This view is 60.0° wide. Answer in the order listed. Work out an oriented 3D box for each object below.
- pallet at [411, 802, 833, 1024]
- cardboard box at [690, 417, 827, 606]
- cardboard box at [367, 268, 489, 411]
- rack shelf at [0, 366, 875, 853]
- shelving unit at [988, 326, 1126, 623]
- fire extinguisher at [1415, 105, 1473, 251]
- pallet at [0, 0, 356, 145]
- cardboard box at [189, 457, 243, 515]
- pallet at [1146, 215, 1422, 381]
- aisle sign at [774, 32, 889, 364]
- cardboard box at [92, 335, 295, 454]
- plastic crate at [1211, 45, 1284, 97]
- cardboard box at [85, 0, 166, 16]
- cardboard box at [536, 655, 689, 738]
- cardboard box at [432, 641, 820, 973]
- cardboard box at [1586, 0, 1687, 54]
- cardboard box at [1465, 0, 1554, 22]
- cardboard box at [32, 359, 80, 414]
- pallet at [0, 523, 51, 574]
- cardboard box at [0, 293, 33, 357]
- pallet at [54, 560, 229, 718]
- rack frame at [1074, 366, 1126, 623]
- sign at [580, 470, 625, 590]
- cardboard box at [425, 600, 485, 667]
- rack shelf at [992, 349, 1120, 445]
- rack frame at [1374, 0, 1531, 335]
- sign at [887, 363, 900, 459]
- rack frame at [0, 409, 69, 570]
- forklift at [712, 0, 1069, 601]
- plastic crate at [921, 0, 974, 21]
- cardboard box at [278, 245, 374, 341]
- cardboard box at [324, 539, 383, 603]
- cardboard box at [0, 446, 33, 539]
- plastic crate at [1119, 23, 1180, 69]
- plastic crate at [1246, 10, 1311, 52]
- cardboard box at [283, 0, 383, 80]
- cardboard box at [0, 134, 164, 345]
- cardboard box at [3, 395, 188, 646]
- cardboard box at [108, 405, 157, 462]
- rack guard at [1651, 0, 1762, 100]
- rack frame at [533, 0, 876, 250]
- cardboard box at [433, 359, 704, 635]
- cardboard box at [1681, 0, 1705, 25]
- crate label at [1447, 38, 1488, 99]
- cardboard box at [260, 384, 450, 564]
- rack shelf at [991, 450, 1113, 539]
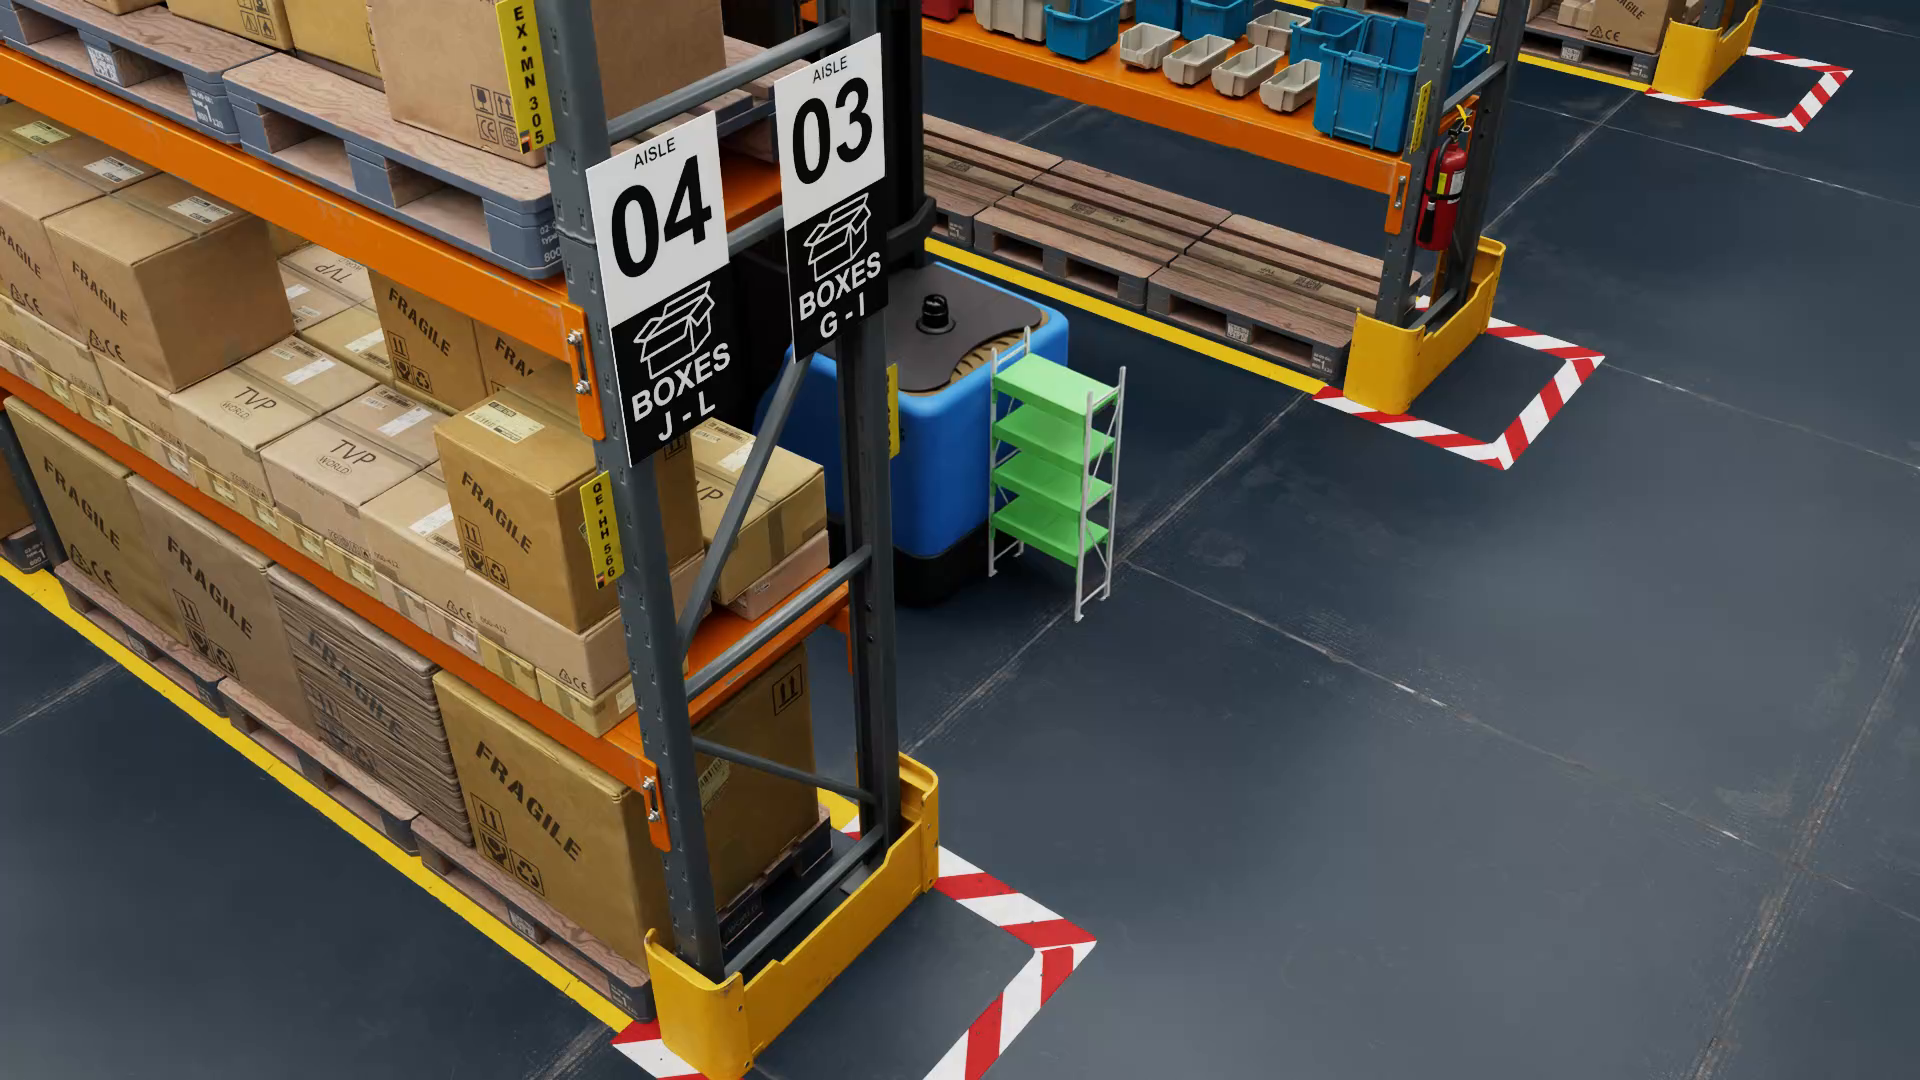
[{"bbox_3d":[-1.244,1.102,6.171,1.213,0.211,1.003,25,45,29],"label":"pallet"},{"bbox_3d":[-0.779,-0.105,5.331,0.500,0.250,0.500,24,44,27],"label":"cardboard box"},{"bbox_3d":[-1.591,-0.778,5.583,0.500,0.500,0.500,24,44,27],"label":"cardboard box"},{"bbox_3d":[-2.150,-0.201,6.157,4.000,0.370,1.077,25,45,29],"label":"rack shelf"},{"bbox_3d":[0.397,-0.265,7.115,0.503,1.200,0.258,27,46,30],"label":"shelving unit"},{"bbox_3d":[2.291,-1.704,7.858,0.183,0.674,0.296,25,45,29],"label":"fire extinguisher"},{"bbox_3d":[-2.131,-1.610,5.012,1.213,0.211,1.003,25,45,29],"label":"pallet"},{"bbox_3d":[-2.467,-0.277,5.875,0.250,0.149,0.380,24,44,27],"label":"cardboard box"},{"bbox_3d":[1.816,-1.390,9.354,1.213,0.211,1.003,25,45,29],"label":"pallet"},{"bbox_3d":[-0.322,-0.878,4.330,0.004,0.787,0.394,25,45,29],"label":"aisle sign"},{"bbox_3d":[-2.718,-0.607,5.972,0.500,0.250,0.500,26,45,30],"label":"cardboard box"},{"bbox_3d":[1.468,-2.412,8.563,0.243,0.136,0.396,25,45,29],"label":"plastic crate"},{"bbox_3d":[-2.328,-1.925,4.840,0.500,0.500,0.700,27,46,30],"label":"cardboard box"},{"bbox_3d":[-1.045,0.392,5.020,0.250,0.149,0.380,26,45,29],"label":"cardboard box"},{"bbox_3d":[-1.119,0.736,5.760,0.875,0.875,0.875,25,45,29],"label":"cardboard box"},{"bbox_3d":[4.878,-3.856,11.913,0.500,0.500,0.500,25,45,29],"label":"cardboard box"},{"bbox_3d":[4.142,-4.128,12.463,0.500,0.250,0.500,25,45,29],"label":"cardboard box"},{"bbox_3d":[-3.288,-0.664,6.368,0.250,0.149,0.380,27,45,30],"label":"cardboard box"},{"bbox_3d":[-4.398,-0.387,8.073,1.213,0.211,1.003,25,45,29],"label":"pallet"},{"bbox_3d":[-3.525,-0.987,6.457,0.500,0.250,0.500,24,44,28],"label":"cardboard box"},{"bbox_3d":[-3.183,0.188,7.338,1.213,0.211,1.003,25,45,29],"label":"pallet"},{"bbox_3d":[0.584,-0.168,6.992,0.015,1.200,0.240,27,46,30],"label":"rack frame"},{"bbox_3d":[-0.903,-0.023,4.215,0.005,0.325,0.100,25,45,29],"label":"sign"},{"bbox_3d":[-1.452,0.200,5.265,0.250,0.149,0.380,25,45,29],"label":"cardboard box"},{"bbox_3d":[0.397,-0.593,6.859,0.480,0.148,0.258,27,46,30],"label":"rack shelf"},{"bbox_3d":[2.447,-2.160,8.076,0.127,3.000,1.000,25,45,29],"label":"rack frame"},{"bbox_3d":[-0.220,-0.376,5.031,0.005,0.325,0.100,25,45,29],"label":"sign"},{"bbox_3d":[-3.739,-1.233,6.891,0.127,3.000,1.000,25,45,29],"label":"rack frame"},{"bbox_3d":[-0.961,-1.650,7.480,3.031,2.935,1.130,27,46,30],"label":"forklift"},{"bbox_3d":[-0.173,-3.250,9.367,0.583,0.464,0.402,25,45,29],"label":"plastic crate"},{"bbox_3d":[-2.411,-0.870,6.309,0.500,0.250,0.500,26,45,29],"label":"cardboard box"},{"bbox_3d":[-1.857,0.010,5.508,0.250,0.149,0.380,24,44,28],"label":"cardboard box"},{"bbox_3d":[-4.260,-0.792,7.711,0.875,0.875,1.225,25,45,29],"label":"cardboard box"},{"bbox_3d":[0.986,-2.606,8.811,0.250,0.136,0.298,25,45,29],"label":"plastic crate"},{"bbox_3d":[1.708,-2.748,8.992,0.298,0.136,0.250,25,45,29],"label":"plastic crate"},{"bbox_3d":[-1.381,-1.598,4.422,0.500,0.500,0.700,24,44,27],"label":"cardboard box"},{"bbox_3d":[-3.127,-1.093,5.985,0.500,0.500,0.500,25,45,29],"label":"cardboard box"},{"bbox_3d":[-3.263,-0.275,7.051,0.875,0.875,0.875,25,45,29],"label":"cardboard box"},{"bbox_3d":[-2.875,-0.470,6.121,0.250,0.149,0.380,25,44,28],"label":"cardboard box"},{"bbox_3d":[5.399,-3.628,11.979,0.348,0.500,1.175,25,45,29],"label":"rack guard"},{"bbox_3d":[-0.562,-2.097,3.129,0.127,3.000,1.000,25,45,29],"label":"rack frame"},{"bbox_3d":[-1.108,-0.142,4.770,0.500,0.500,0.500,26,45,29],"label":"cardboard box"},{"bbox_3d":[5.336,-3.960,12.330,0.250,0.149,0.380,25,45,29],"label":"cardboard box"},{"bbox_3d":[2.451,-2.371,8.433,0.303,0.233,0.416,25,45,29],"label":"crate label"},{"bbox_3d":[-1.915,-0.225,5.485,0.500,0.250,0.500,24,44,27],"label":"cardboard box"},{"bbox_3d":[0.397,-0.215,7.155,0.480,0.148,0.258,27,46,30],"label":"rack shelf"}]
